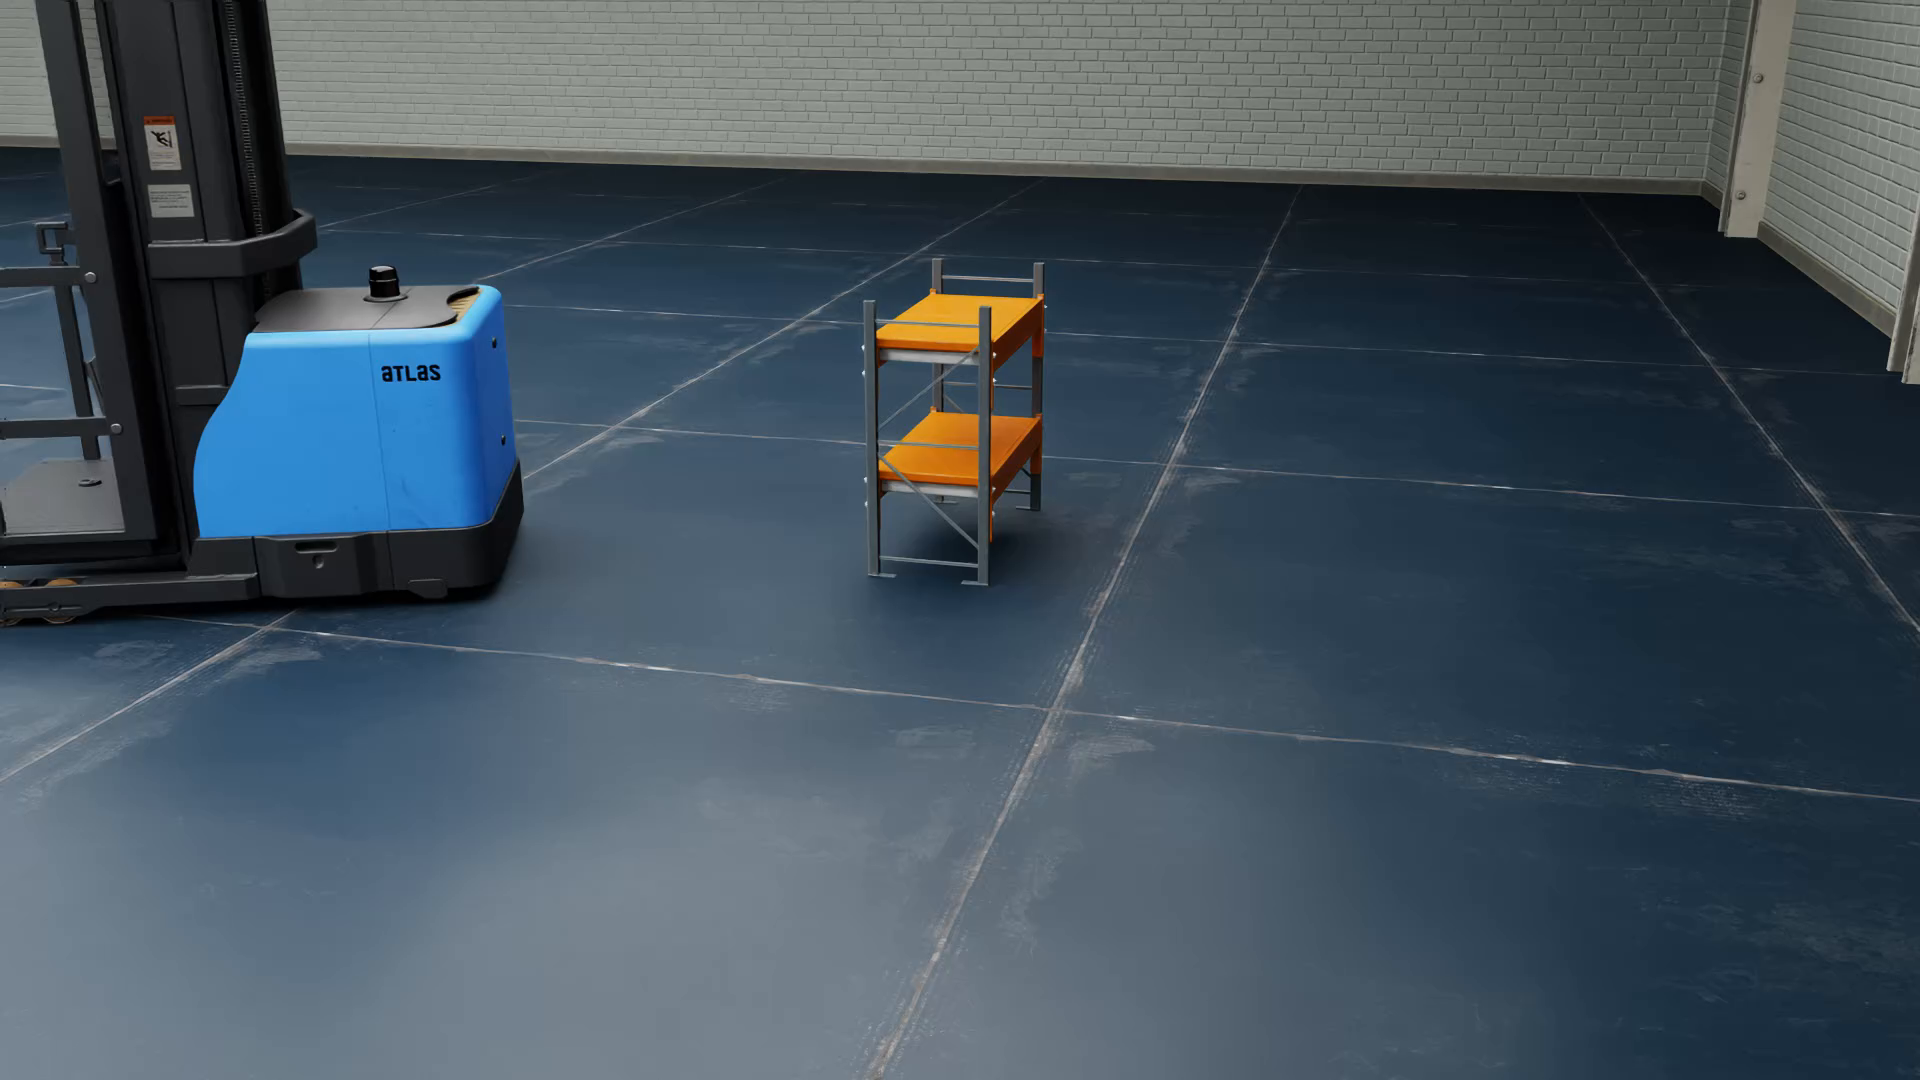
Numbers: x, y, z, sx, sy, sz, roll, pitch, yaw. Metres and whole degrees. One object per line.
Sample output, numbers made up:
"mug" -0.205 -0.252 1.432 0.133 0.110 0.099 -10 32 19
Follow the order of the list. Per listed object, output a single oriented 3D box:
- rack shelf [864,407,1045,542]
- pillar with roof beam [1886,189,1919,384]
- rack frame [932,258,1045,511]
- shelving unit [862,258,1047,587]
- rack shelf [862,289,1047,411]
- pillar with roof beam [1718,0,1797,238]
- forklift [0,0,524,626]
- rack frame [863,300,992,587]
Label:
"rack shelf" -0.002 -0.299 7.079 0.538 0.278 1.000 5 19 13
"pillar with roof beam" 1.657 -5.583 9.611 9.100 9.000 0.400 5 19 13
"rack frame" 0.123 -0.690 7.466 0.500 1.125 0.032 5 19 13
"shelving unit" -0.002 -0.530 7.000 0.538 1.125 1.048 5 19 13
"rack shelf" -0.002 -0.807 6.905 0.538 0.278 1.000 5 19 13
"pillar with roof beam" 3.123 -7.464 15.117 9.100 9.000 0.400 5 19 13
"forklift" -3.369 -1.245 6.297 3.031 2.935 1.130 -2 19 -7
"rack frame" -0.126 -0.371 6.533 0.500 1.125 0.032 5 19 13
